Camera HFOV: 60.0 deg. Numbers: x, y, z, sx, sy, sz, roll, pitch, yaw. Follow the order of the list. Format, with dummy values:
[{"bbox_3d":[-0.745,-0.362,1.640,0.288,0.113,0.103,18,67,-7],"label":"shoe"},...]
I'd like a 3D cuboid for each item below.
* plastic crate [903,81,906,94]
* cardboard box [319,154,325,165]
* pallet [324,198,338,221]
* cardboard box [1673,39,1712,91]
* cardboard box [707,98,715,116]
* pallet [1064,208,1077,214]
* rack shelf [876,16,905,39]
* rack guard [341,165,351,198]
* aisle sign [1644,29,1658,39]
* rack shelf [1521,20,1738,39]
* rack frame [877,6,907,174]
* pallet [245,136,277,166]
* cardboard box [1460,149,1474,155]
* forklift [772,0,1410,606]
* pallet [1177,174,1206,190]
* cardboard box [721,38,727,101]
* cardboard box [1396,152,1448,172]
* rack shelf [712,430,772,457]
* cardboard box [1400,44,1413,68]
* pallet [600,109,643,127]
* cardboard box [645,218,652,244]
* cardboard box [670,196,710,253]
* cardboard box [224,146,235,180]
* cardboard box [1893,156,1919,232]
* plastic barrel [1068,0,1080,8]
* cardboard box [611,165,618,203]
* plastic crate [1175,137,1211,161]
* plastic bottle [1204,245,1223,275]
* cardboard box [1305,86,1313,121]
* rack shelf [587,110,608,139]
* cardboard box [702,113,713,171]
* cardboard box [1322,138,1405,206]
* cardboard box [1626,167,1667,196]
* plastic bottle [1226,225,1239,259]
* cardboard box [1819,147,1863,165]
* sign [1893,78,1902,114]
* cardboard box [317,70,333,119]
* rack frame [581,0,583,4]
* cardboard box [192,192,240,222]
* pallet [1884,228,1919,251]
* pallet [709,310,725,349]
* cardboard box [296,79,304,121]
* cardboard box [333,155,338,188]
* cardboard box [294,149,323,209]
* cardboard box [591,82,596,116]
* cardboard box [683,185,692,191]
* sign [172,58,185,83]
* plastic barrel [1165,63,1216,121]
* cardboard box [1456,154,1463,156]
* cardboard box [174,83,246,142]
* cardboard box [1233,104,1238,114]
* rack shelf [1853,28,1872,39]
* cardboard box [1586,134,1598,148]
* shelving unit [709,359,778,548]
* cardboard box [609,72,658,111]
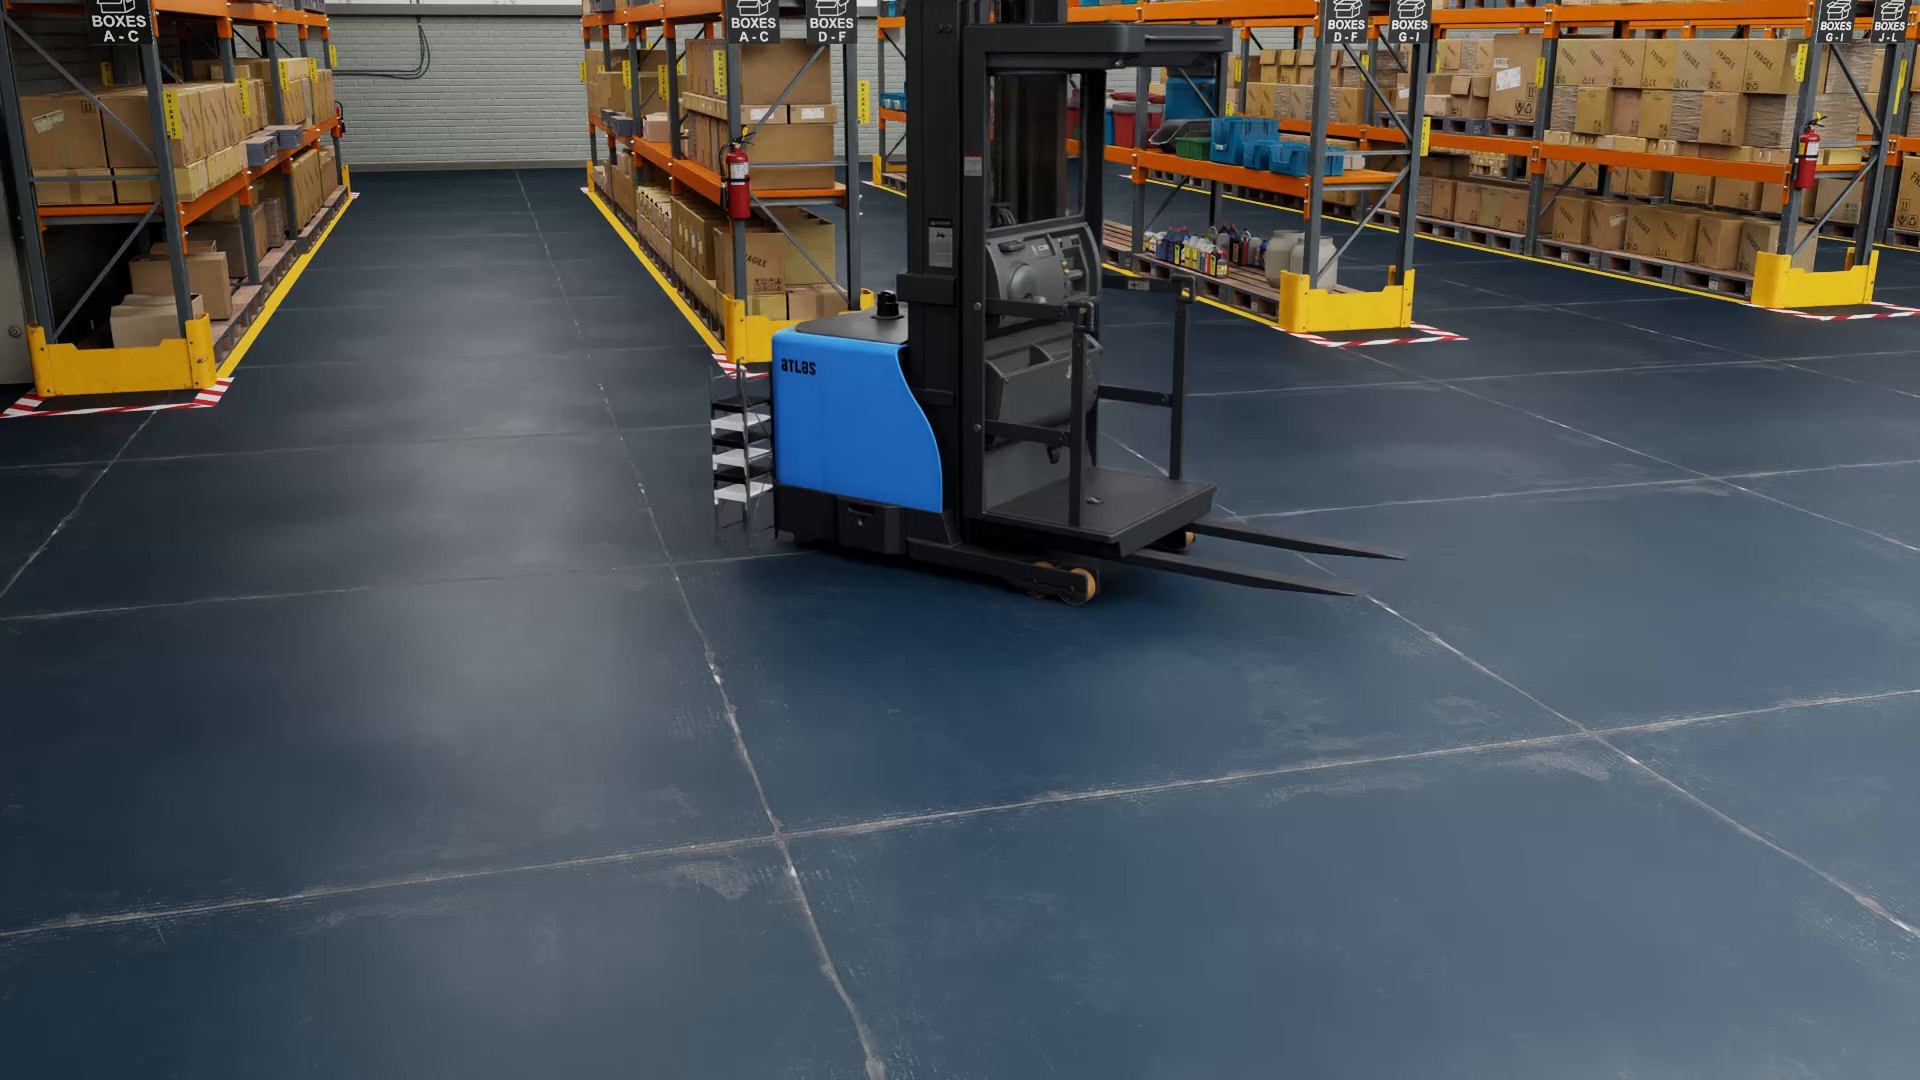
[{"bbox_3d":[-0.651,-7.703,28.716,0.616,0.435,0.499,-5,17,-15],"label":"plastic crate"},{"bbox_3d":[-9.375,-5.484,23.983,0.380,0.149,0.250,-4,17,-13],"label":"cardboard box"},{"bbox_3d":[-9.483,-4.726,23.820,1.003,0.211,1.213,-5,17,-15],"label":"pallet"},{"bbox_3d":[7.570,-4.779,16.719,0.500,0.500,0.500,-5,17,-15],"label":"cardboard box"},{"bbox_3d":[-2.006,-3.797,14.577,0.380,0.149,0.250,-5,17,-16],"label":"cardboard box"},{"bbox_3d":[1.019,-4.402,22.738,1.003,0.211,1.213,-5,17,-15],"label":"pallet"},{"bbox_3d":[-0.373,-8.274,26.819,1.077,0.370,4.000,-5,17,-15],"label":"rack shelf"},{"bbox_3d":[-10.455,-5.761,26.763,1.175,0.500,0.348,-5,17,-15],"label":"rack guard"},{"bbox_3d":[13.646,-10.200,32.675,0.394,0.787,0.004,-5,17,-15],"label":"aisle sign"},{"bbox_3d":[10.285,-7.923,25.652,1.077,0.370,4.000,-5,17,-15],"label":"rack shelf"},{"bbox_3d":[-0.923,-7.735,28.989,1.000,3.000,0.127,-5,17,-15],"label":"rack frame"},{"bbox_3d":[-7.221,-3.764,16.101,1.003,0.211,1.213,-5,17,-15],"label":"pallet"},{"bbox_3d":[9.044,-6.864,29.281,0.380,0.149,0.250,-6,18,-18],"label":"cardboard box"},{"bbox_3d":[0.570,-1.282,7.625,3.031,2.935,1.130,11,20,32],"label":"forklift"},{"bbox_3d":[4.466,-6.239,28.857,1.003,0.211,1.213,-5,17,-15],"label":"pallet"},{"bbox_3d":[-1.570,-3.878,13.719,0.700,0.500,0.500,-5,17,-17],"label":"cardboard box"},{"bbox_3d":[6.251,-5.104,22.505,0.500,0.250,0.500,-4,17,-13],"label":"cardboard box"},{"bbox_3d":[-1.083,-0.489,8.318,0.200,0.077,0.258,10,19,29],"label":"rack shelf"},{"bbox_3d":[8.504,-9.015,30.821,0.500,0.500,0.500,-5,17,-16],"label":"cardboard box"},{"bbox_3d":[-4.473,-5.916,23.268,1.003,0.211,1.213,-5,17,-15],"label":"pallet"},{"bbox_3d":[-3.339,-3.566,19.158,0.500,0.250,0.500,-5,17,-17],"label":"cardboard box"},{"bbox_3d":[-2.562,-3.116,16.356,0.500,0.500,0.500,-5,17,-15],"label":"cardboard box"},{"bbox_3d":[-6.447,-3.187,14.073,0.500,0.250,0.500,-5,17,-16],"label":"cardboard box"},{"bbox_3d":[12.040,-4.176,20.102,0.875,0.875,0.875,-4,17,-14],"label":"cardboard box"},{"bbox_3d":[1.472,-6.739,19.713,0.600,0.830,0.708,-5,17,-15],"label":"plastic barrel"},{"bbox_3d":[-4.689,-5.099,23.792,0.500,0.500,0.500,-6,18,-18],"label":"cardboard box"},{"bbox_3d":[2.477,-3.917,16.645,0.450,0.188,0.662,-5,17,-15],"label":"plastic crate"},{"bbox_3d":[2.505,-2.761,16.399,0.152,0.276,0.135,-5,17,-15],"label":"plastic bottle"},{"bbox_3d":[5.387,-6.360,24.238,0.500,0.500,0.500,-5,18,-17],"label":"cardboard box"},{"bbox_3d":[-5.137,-6.447,25.950,1.077,0.370,4.000,-5,17,-15],"label":"rack shelf"},{"bbox_3d":[-1.975,-3.666,15.270,0.700,0.500,0.500,-4,17,-14],"label":"cardboard box"},{"bbox_3d":[5.868,-5.290,23.812,1.225,0.875,0.875,-6,18,-18],"label":"cardboard box"},{"bbox_3d":[10.403,-5.443,24.974,0.500,0.500,0.500,-5,17,-16],"label":"cardboard box"},{"bbox_3d":[2.882,-3.149,17.563,0.144,0.351,0.185,-6,18,-18],"label":"plastic bottle"},{"bbox_3d":[8.387,-3.678,15.920,0.380,0.149,0.250,-5,17,-15],"label":"cardboard box"},{"bbox_3d":[8.758,-4.159,15.577,0.100,0.325,0.005,-5,17,-15],"label":"sign"},{"bbox_3d":[-10.088,-6.755,25.204,0.980,0.700,0.700,-5,17,-16],"label":"cardboard box"},{"bbox_3d":[-5.686,-10.218,26.826,1.000,3.000,0.127,-5,17,-15],"label":"rack frame"},{"bbox_3d":[-7.493,-3.329,16.598,0.500,0.250,0.500,-5,17,-16],"label":"cardboard box"},{"bbox_3d":[12.068,-3.620,20.135,1.003,0.211,1.213,-5,17,-15],"label":"pallet"},{"bbox_3d":[-1.540,-1.792,14.049,1.003,0.211,1.213,-5,17,-15],"label":"pallet"},{"bbox_3d":[-8.558,-5.520,20.889,0.500,0.500,0.500,-4,17,-14],"label":"cardboard box"},{"bbox_3d":[-10.160,-5.770,26.062,0.700,0.500,0.500,-5,17,-15],"label":"cardboard box"},{"bbox_3d":[-9.045,-4.847,22.382,0.750,0.750,0.750,-4,17,-15],"label":"cardboard box"},{"bbox_3d":[-5.536,-6.967,26.260,0.500,0.500,0.500,-5,17,-15],"label":"cardboard box"},{"bbox_3d":[-3.107,-4.159,20.159,0.500,0.311,0.500,-4,17,-14],"label":"cardboard box"},{"bbox_3d":[-8.783,-5.249,18.699,0.100,0.325,0.005,-5,17,-15],"label":"sign"},{"bbox_3d":[2.560,-4.787,18.302,0.600,0.901,0.708,-5,17,-15],"label":"plastic barrel"},{"bbox_3d":[9.049,-6.793,29.561,0.380,0.149,0.250,-6,18,-18],"label":"cardboard box"},{"bbox_3d":[-6.723,-3.823,14.888,0.500,0.500,0.500,-5,17,-15],"label":"cardboard box"},{"bbox_3d":[4.540,-6.958,26.840,0.380,0.149,0.250,-5,17,-15],"label":"cardboard box"},{"bbox_3d":[18.689,-9.842,32.041,1.077,0.370,4.000,-5,17,-15],"label":"rack shelf"},{"bbox_3d":[7.136,-4.398,18.317,0.380,0.149,0.250,-5,17,-15],"label":"cardboard box"},{"bbox_3d":[-1.083,-0.434,8.334,0.210,0.900,0.258,10,19,29],"label":"shelving unit"},{"bbox_3d":[-4.422,-6.153,22.819,0.700,0.500,0.500,-2,17,-6],"label":"cardboard box"}]
